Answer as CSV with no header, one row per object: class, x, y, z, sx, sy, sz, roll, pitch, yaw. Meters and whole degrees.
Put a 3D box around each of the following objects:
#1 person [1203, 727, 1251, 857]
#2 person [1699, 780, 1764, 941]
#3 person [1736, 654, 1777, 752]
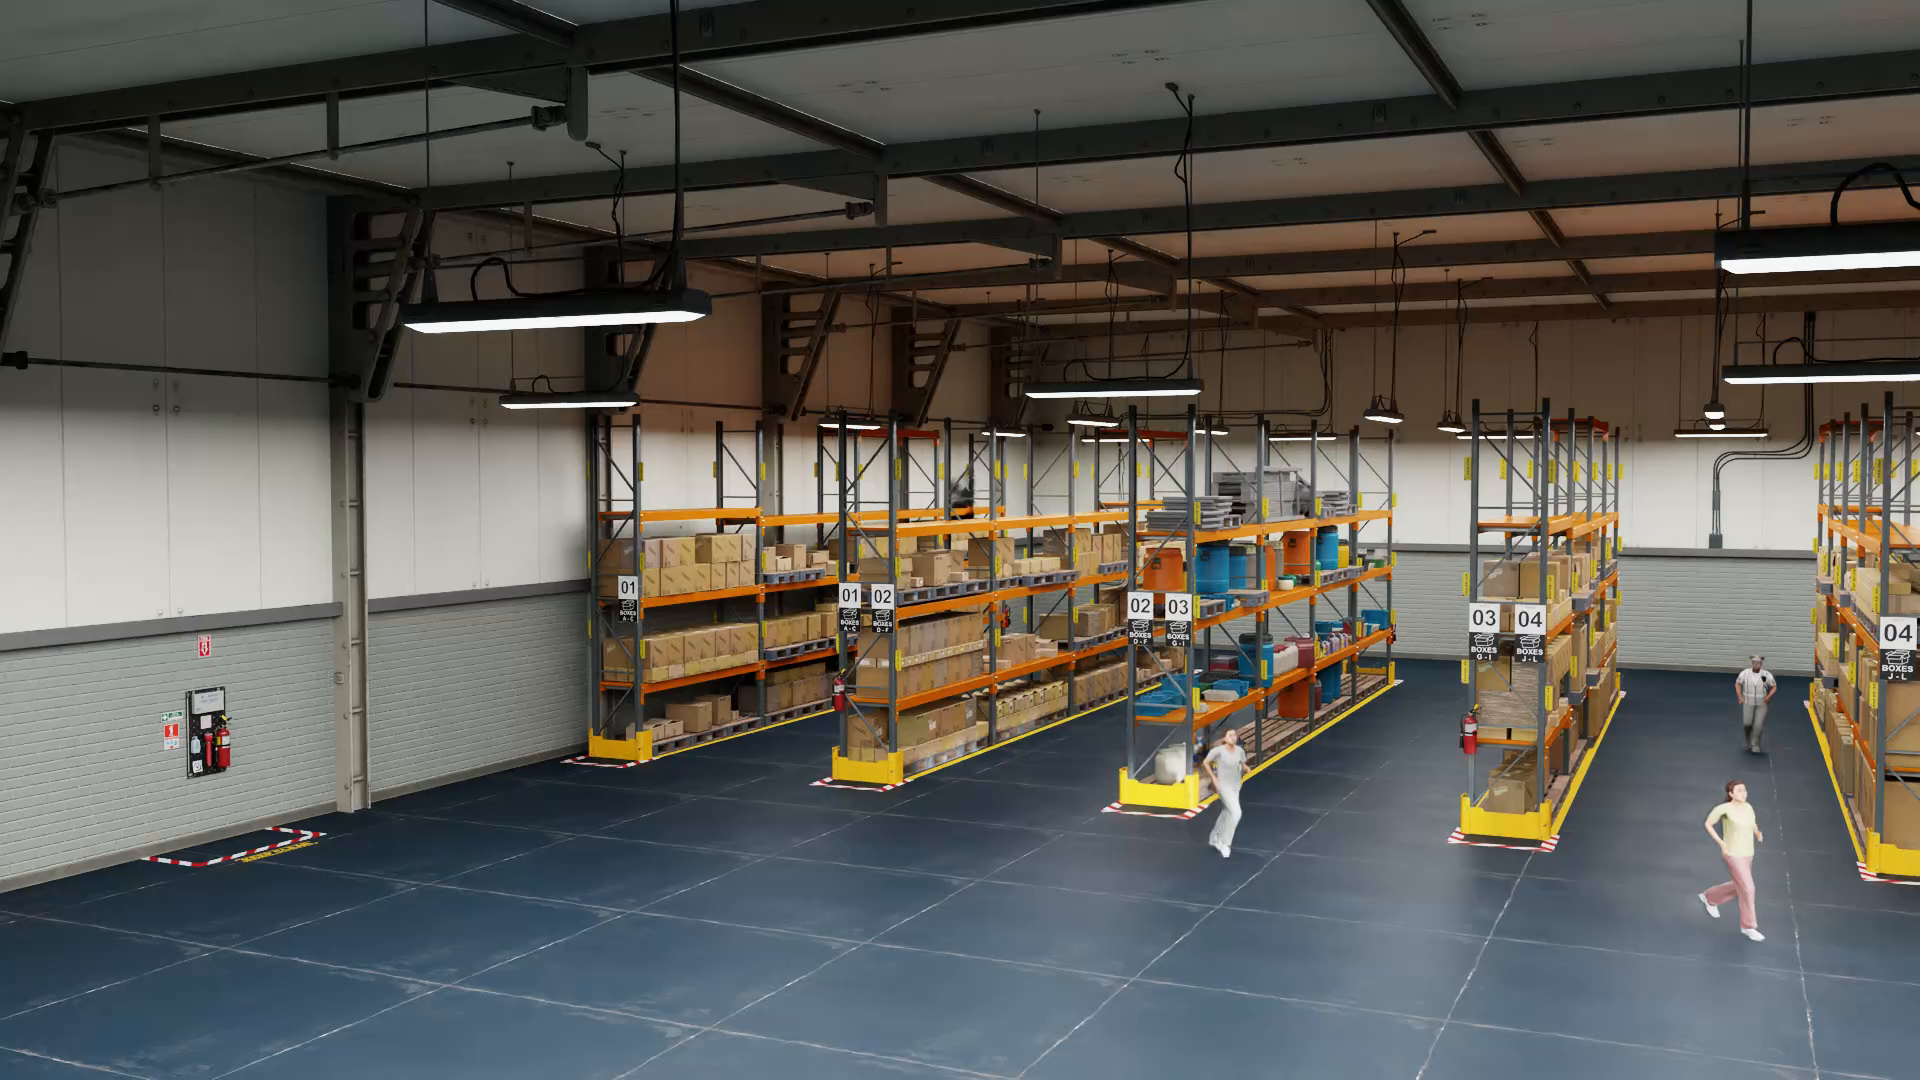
person,3.525,3.285,21.754,0.537,1.702,0.707,-1,3,-30
person,8.436,3.430,18.065,0.569,1.673,0.803,-1,3,-21
person,14.205,2.909,29.671,0.673,1.748,0.592,1,3,25
